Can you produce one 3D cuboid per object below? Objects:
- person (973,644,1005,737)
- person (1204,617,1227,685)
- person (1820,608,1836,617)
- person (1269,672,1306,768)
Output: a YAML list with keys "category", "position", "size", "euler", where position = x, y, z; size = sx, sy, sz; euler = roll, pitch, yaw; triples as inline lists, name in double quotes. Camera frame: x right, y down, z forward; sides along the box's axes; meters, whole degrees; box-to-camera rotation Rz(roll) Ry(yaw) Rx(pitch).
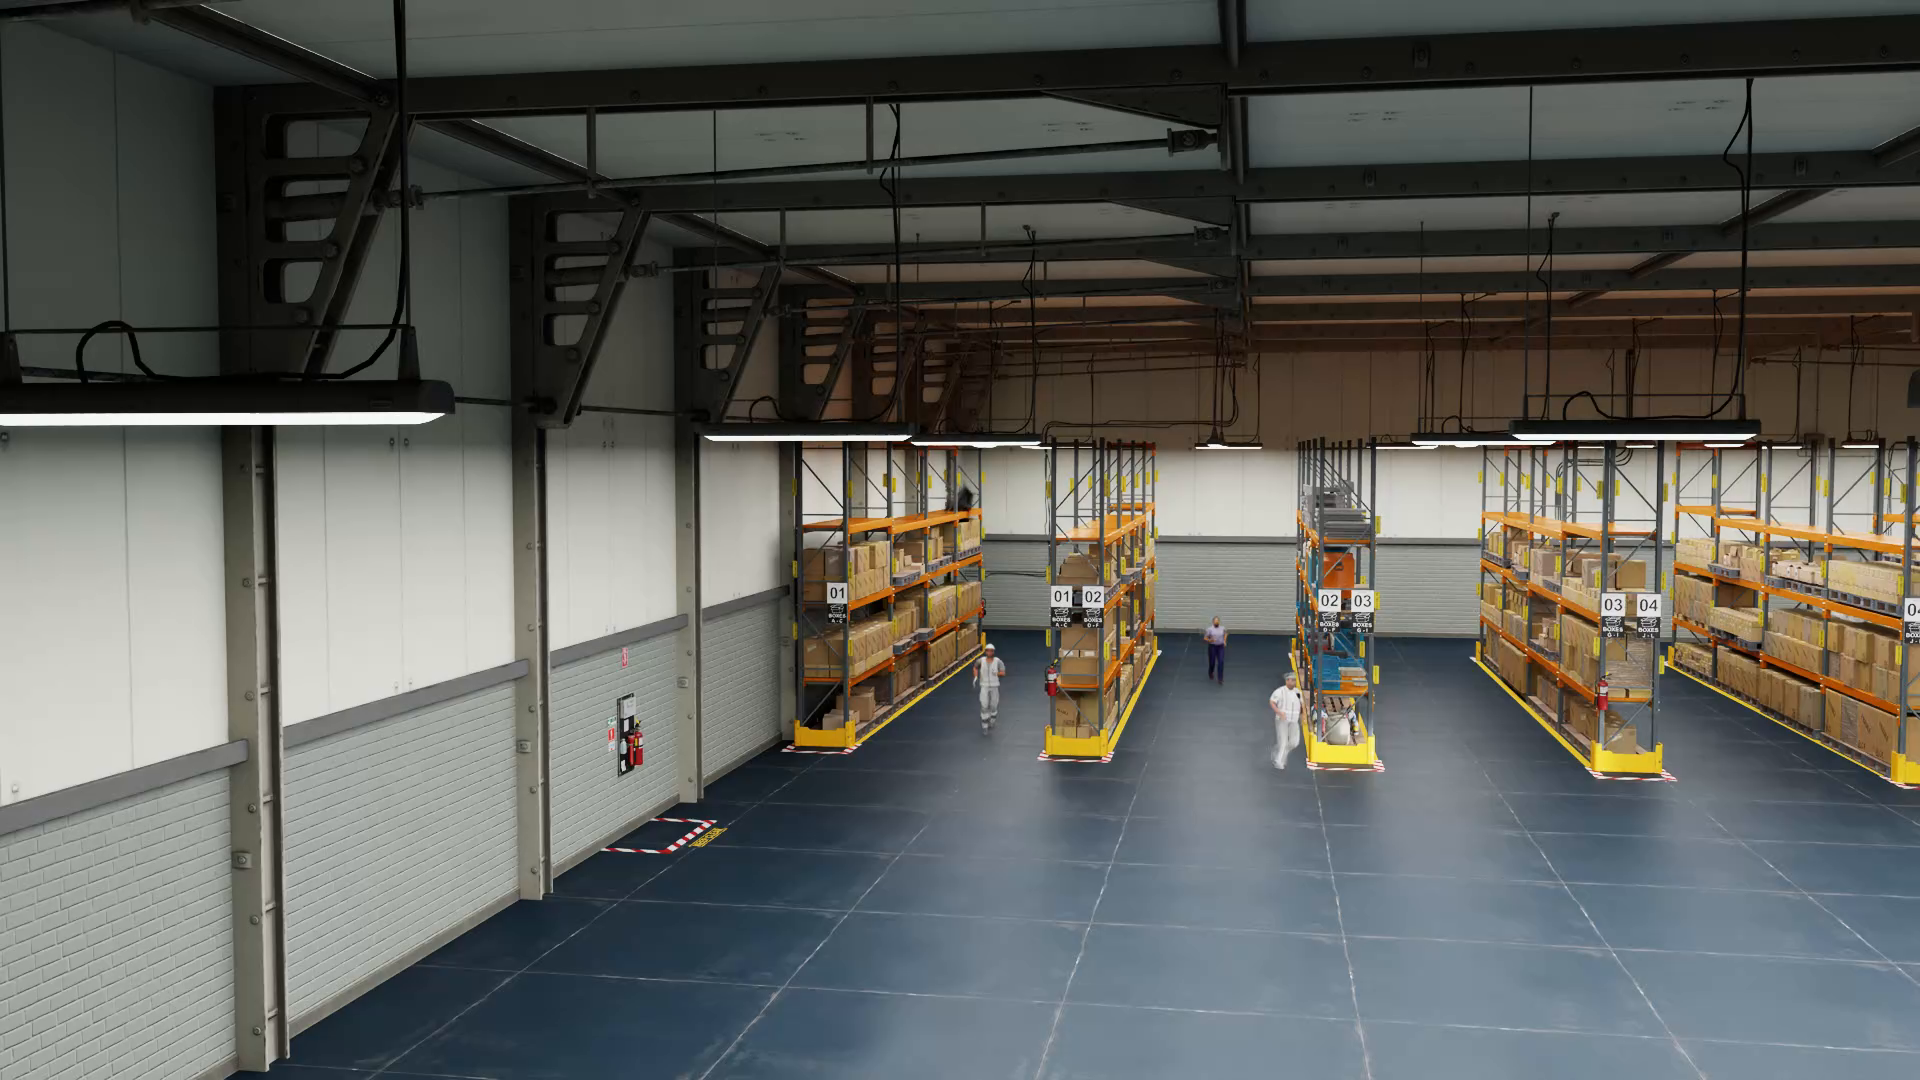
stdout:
- category: "person"
  position: [0.594, 3.023, 33.816]
  size: [0.649, 1.834, 0.839]
  euler: [0, 3, -1]
- category: "person"
  position: [6.334, 2.712, 41.121]
  size: [0.606, 1.646, 0.925]
  euler: [0, 3, -2]
- category: "person"
  position: [23.556, 2.477, 45.297]
  size: [0.945, 1.691, 0.653]
  euler: [1, 3, 13]
- category: "person"
  position: [5.979, 3.265, 30.149]
  size: [0.736, 1.731, 0.498]
  euler: [-1, 3, -17]
